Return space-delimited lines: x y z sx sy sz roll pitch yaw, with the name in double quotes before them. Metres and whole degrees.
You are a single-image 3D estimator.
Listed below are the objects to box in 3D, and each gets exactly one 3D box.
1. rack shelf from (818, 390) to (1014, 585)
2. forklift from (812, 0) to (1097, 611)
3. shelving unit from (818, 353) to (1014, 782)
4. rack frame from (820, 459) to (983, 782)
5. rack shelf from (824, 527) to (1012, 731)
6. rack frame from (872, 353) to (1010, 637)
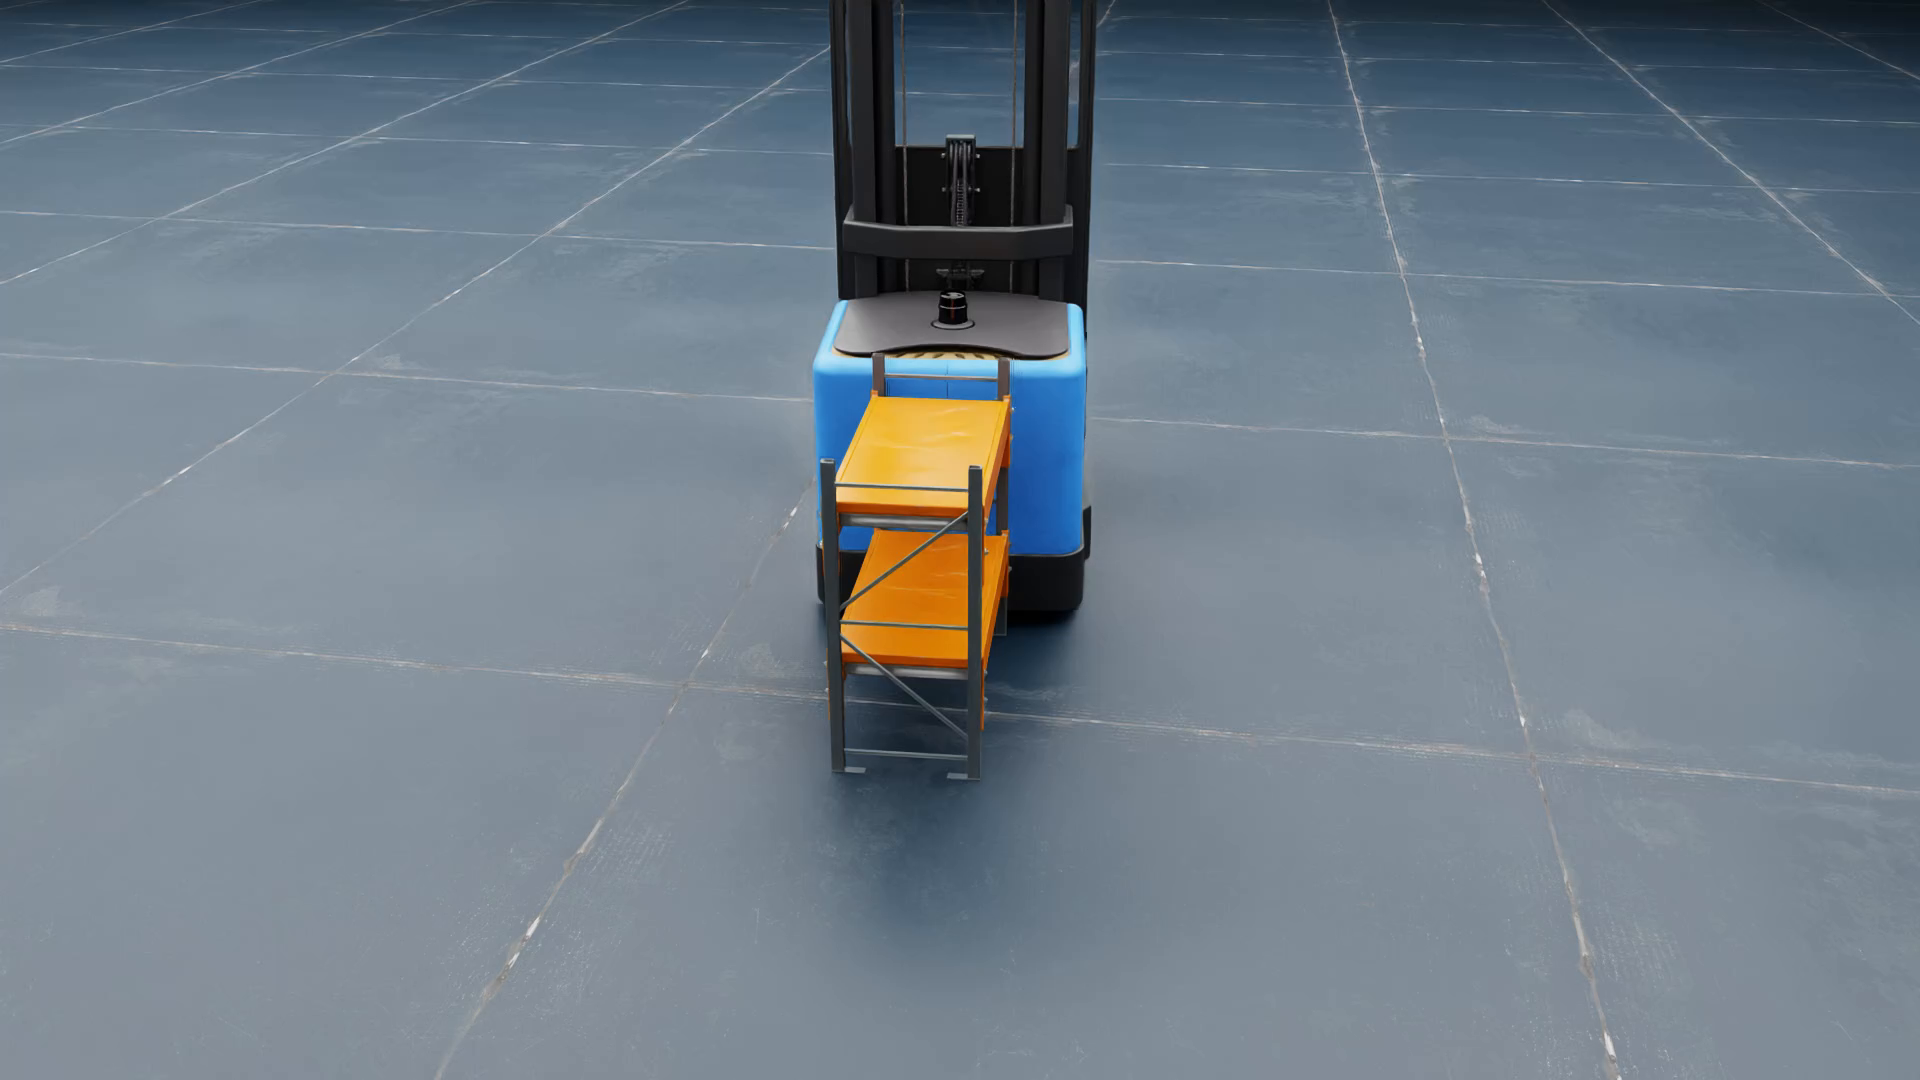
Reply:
"rack shelf" -0.124 -0.203 5.667 0.538 0.278 1.000 3 25 6
"forklift" 0.025 -1.633 7.282 1.130 2.935 3.031 1 25 2
"shelving unit" -0.124 0.062 5.791 0.538 1.125 1.048 3 25 6
"rack frame" -0.180 0.276 5.334 0.500 1.125 0.032 3 25 6
"rack shelf" -0.124 0.283 5.895 0.538 0.278 1.000 3 25 6
"rack frame" -0.069 -0.152 6.249 0.500 1.125 0.032 3 25 6
